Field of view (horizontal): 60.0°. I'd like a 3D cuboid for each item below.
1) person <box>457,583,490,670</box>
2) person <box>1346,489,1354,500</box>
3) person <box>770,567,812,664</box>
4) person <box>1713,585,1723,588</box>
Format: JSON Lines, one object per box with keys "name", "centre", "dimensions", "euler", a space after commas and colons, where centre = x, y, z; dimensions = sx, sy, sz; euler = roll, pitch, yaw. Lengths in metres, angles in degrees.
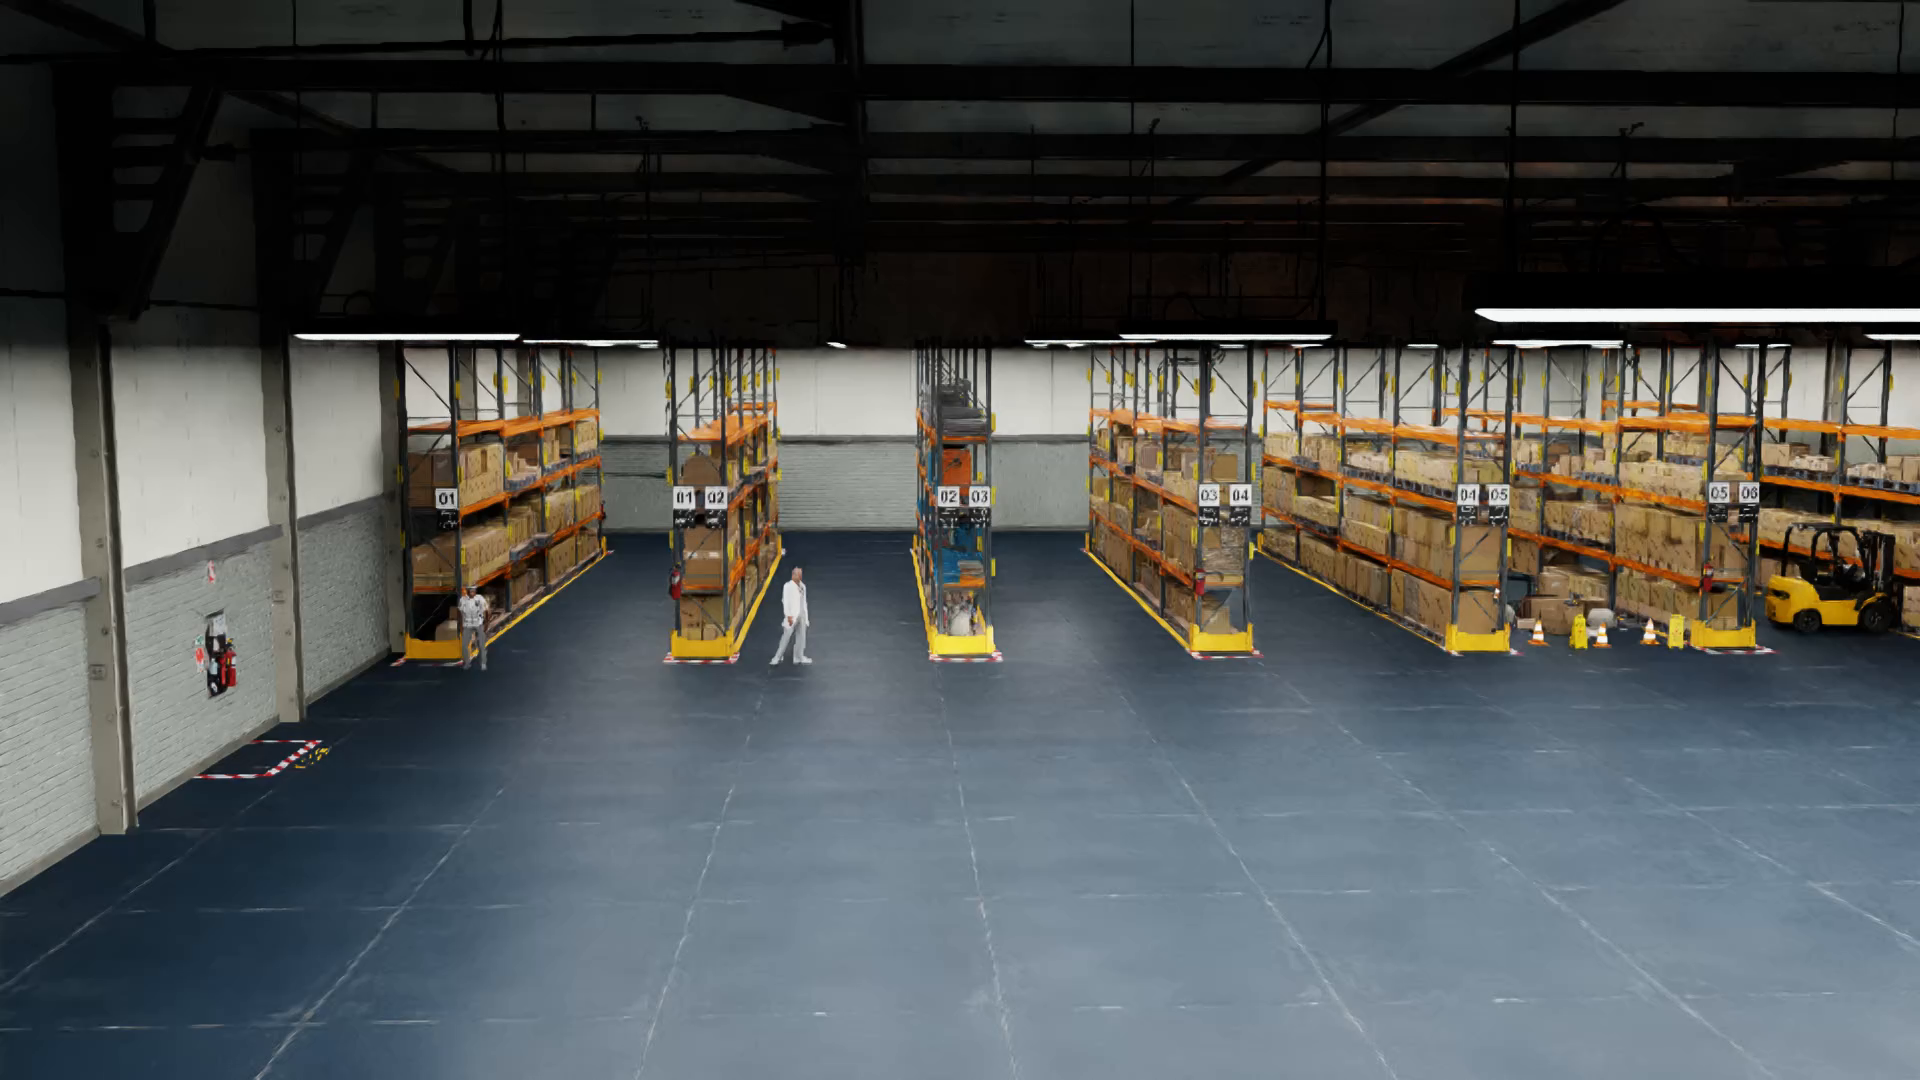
{"name": "person", "centre": [-8.725, 1.538, 29.837], "dimensions": [0.592, 1.629, 0.532], "euler": [0, 7, -4]}
{"name": "person", "centre": [11.690, -0.711, 49.499], "dimensions": [0.595, 1.640, 0.505], "euler": [-5, 8, -35]}
{"name": "person", "centre": [-3.116, 1.387, 30.472], "dimensions": [0.504, 1.776, 0.760], "euler": [6, 9, 41]}
{"name": "person", "centre": [16.252, 0.766, 35.820], "dimensions": [0.497, 1.765, 0.625], "euler": [3, 7, 28]}
